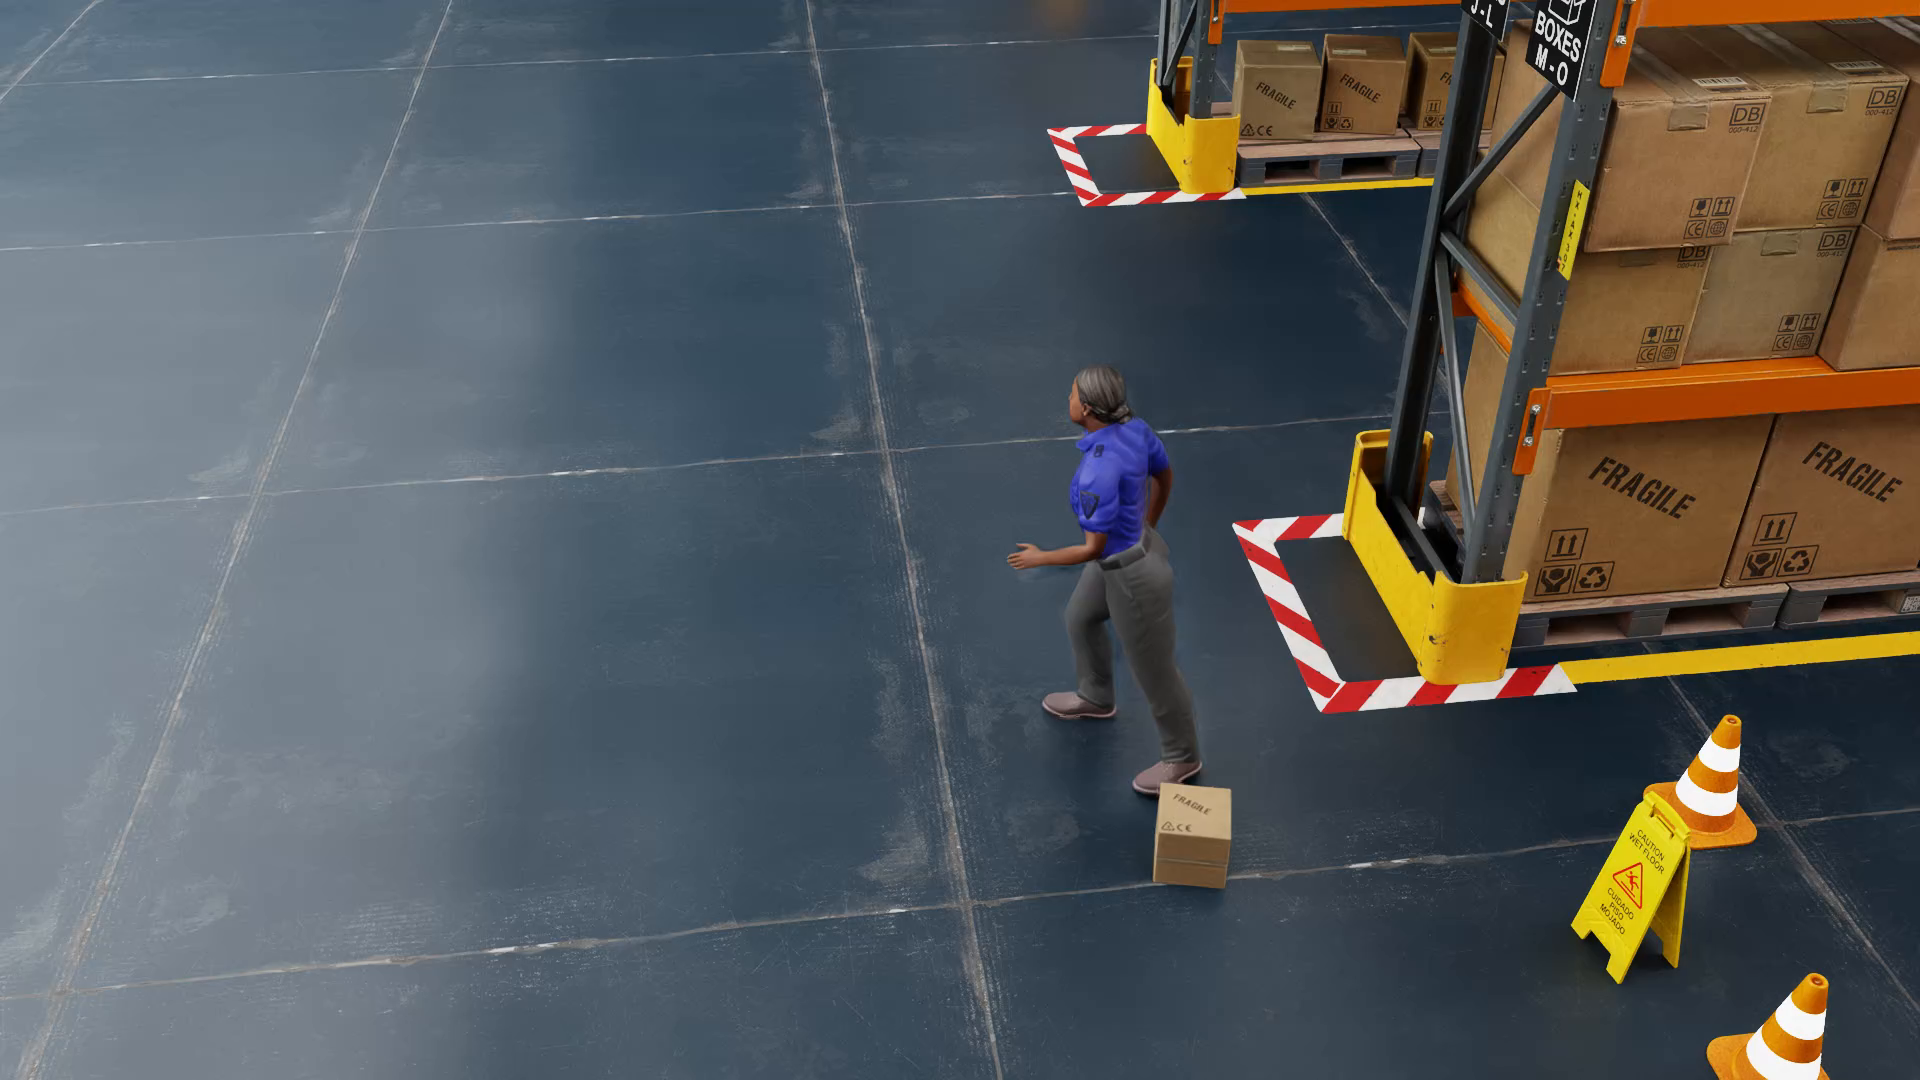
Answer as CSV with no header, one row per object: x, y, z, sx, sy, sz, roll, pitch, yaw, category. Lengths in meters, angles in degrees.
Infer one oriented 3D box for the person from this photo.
0.556,0.121,6.027,0.761,1.612,0.649,3,35,5,person
